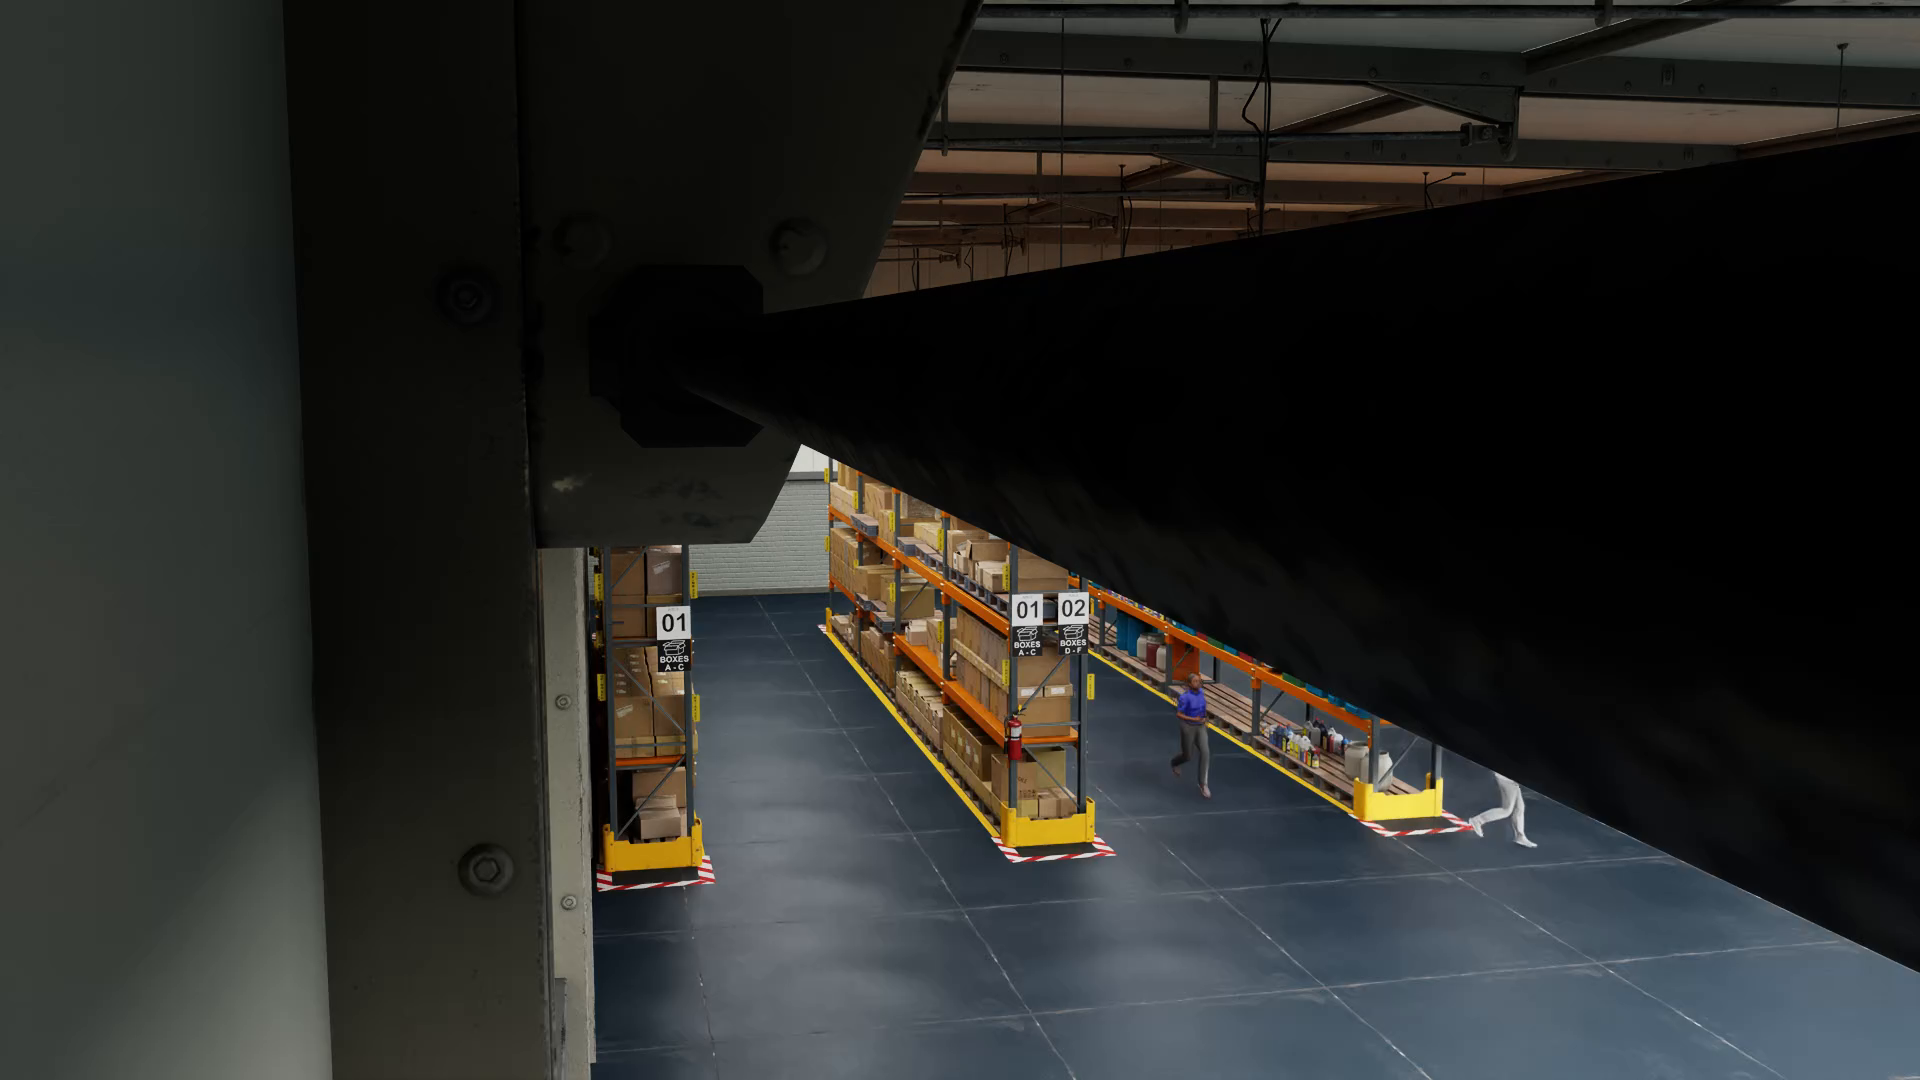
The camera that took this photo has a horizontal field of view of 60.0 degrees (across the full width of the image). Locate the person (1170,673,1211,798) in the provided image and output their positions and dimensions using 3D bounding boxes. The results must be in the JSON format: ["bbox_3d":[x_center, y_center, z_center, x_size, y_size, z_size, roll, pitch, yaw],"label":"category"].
[{"bbox_3d":[3.259,2.707,23.425,0.608,1.700,0.894,-4,8,-31],"label":"person"}]

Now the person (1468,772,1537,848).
[{"bbox_3d":[6.841,3.032,20.914,0.865,1.704,0.619,1,7,4],"label":"person"}]
